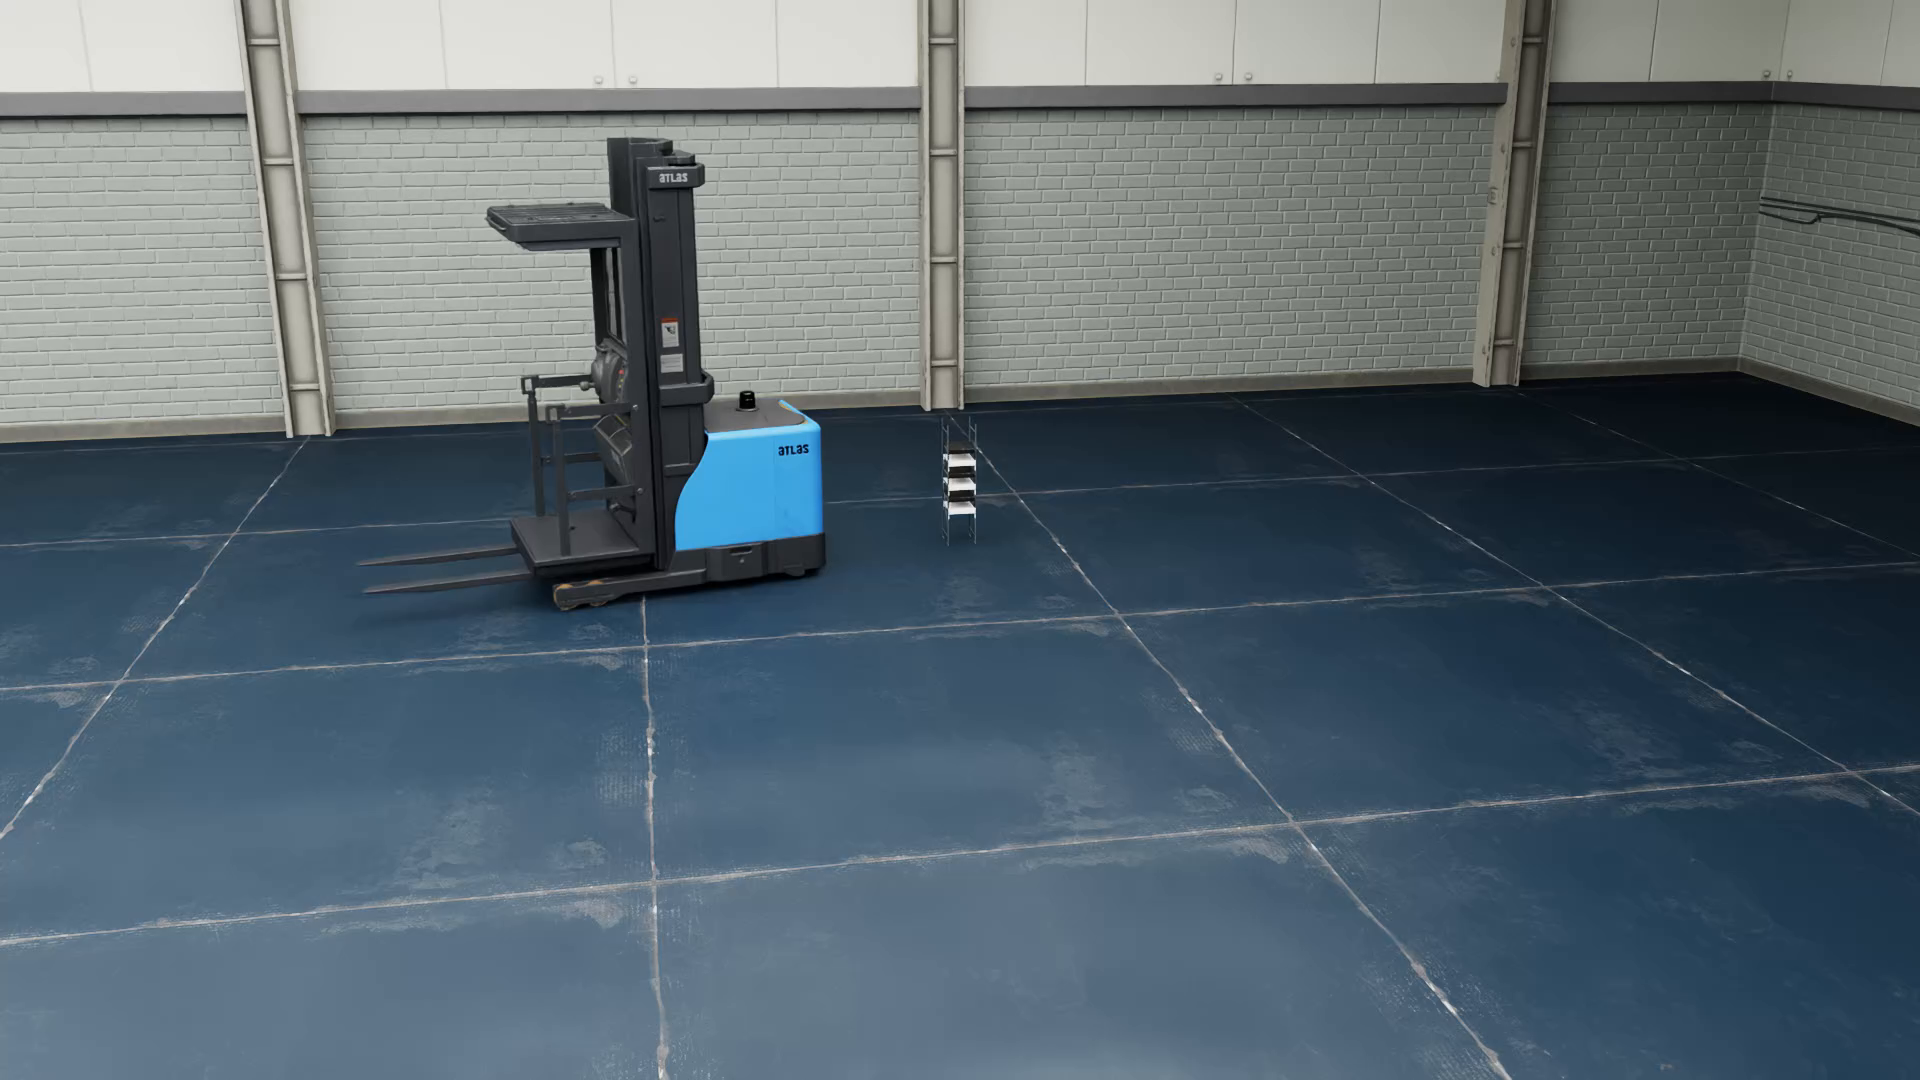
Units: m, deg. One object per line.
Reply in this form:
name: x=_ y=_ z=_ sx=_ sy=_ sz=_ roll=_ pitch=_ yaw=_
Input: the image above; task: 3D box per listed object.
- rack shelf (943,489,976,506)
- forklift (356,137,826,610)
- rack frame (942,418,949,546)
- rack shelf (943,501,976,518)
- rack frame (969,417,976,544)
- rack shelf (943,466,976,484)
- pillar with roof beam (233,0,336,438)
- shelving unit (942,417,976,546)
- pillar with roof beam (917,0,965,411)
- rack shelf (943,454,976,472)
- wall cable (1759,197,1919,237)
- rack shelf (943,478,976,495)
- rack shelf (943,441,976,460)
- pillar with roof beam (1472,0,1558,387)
rack shelf: x=-0.008 y=-0.312 z=12.214 sx=0.200 sy=0.077 sz=0.258 roll=-3 pitch=17 yaw=-10
forklift: x=-2.495 y=-1.120 z=10.967 sx=3.031 sy=2.935 sz=1.130 roll=-7 pitch=18 yaw=-22
rack frame: x=-0.108 y=-0.424 z=12.160 sx=0.006 sy=0.900 sz=0.240 roll=-3 pitch=17 yaw=-10
rack shelf: x=-0.008 y=-0.226 z=12.241 sx=0.200 sy=0.077 sz=0.258 roll=-3 pitch=17 yaw=-10
rack frame: x=0.092 y=-0.435 z=12.197 sx=0.006 sy=0.900 sz=0.240 roll=-3 pitch=17 yaw=-10
rack shelf: x=-0.008 y=-0.484 z=12.162 sx=0.200 sy=0.077 sz=0.258 roll=-3 pitch=17 yaw=-10
pillar with roof beam: x=-5.253 y=-4.063 z=10.215 sx=0.400 sy=9.000 sz=9.100 roll=-3 pitch=17 yaw=-10
shelving unit: x=-0.008 y=-0.430 z=12.178 sx=0.210 sy=0.900 sz=0.258 roll=-3 pitch=17 yaw=-10
pillar with roof beam: x=0.638 y=-4.398 z=11.303 sx=0.400 sy=9.000 sz=9.100 roll=-3 pitch=17 yaw=-10
rack shelf: x=-0.008 y=-0.570 z=12.135 sx=0.200 sy=0.077 sz=0.258 roll=-3 pitch=17 yaw=-10
wall cable: x=8.855 y=-4.271 z=16.181 sx=0.112 sy=2.526 sz=3.097 roll=-3 pitch=17 yaw=-10
rack shelf: x=-0.008 y=-0.398 z=12.188 sx=0.200 sy=0.077 sz=0.258 roll=-3 pitch=17 yaw=-10
rack shelf: x=-0.008 y=-0.656 z=12.109 sx=0.200 sy=0.077 sz=0.258 roll=-3 pitch=17 yaw=-10
pillar with roof beam: x=6.529 y=-4.732 z=12.391 sx=0.400 sy=9.000 sz=9.100 roll=-3 pitch=17 yaw=-10
